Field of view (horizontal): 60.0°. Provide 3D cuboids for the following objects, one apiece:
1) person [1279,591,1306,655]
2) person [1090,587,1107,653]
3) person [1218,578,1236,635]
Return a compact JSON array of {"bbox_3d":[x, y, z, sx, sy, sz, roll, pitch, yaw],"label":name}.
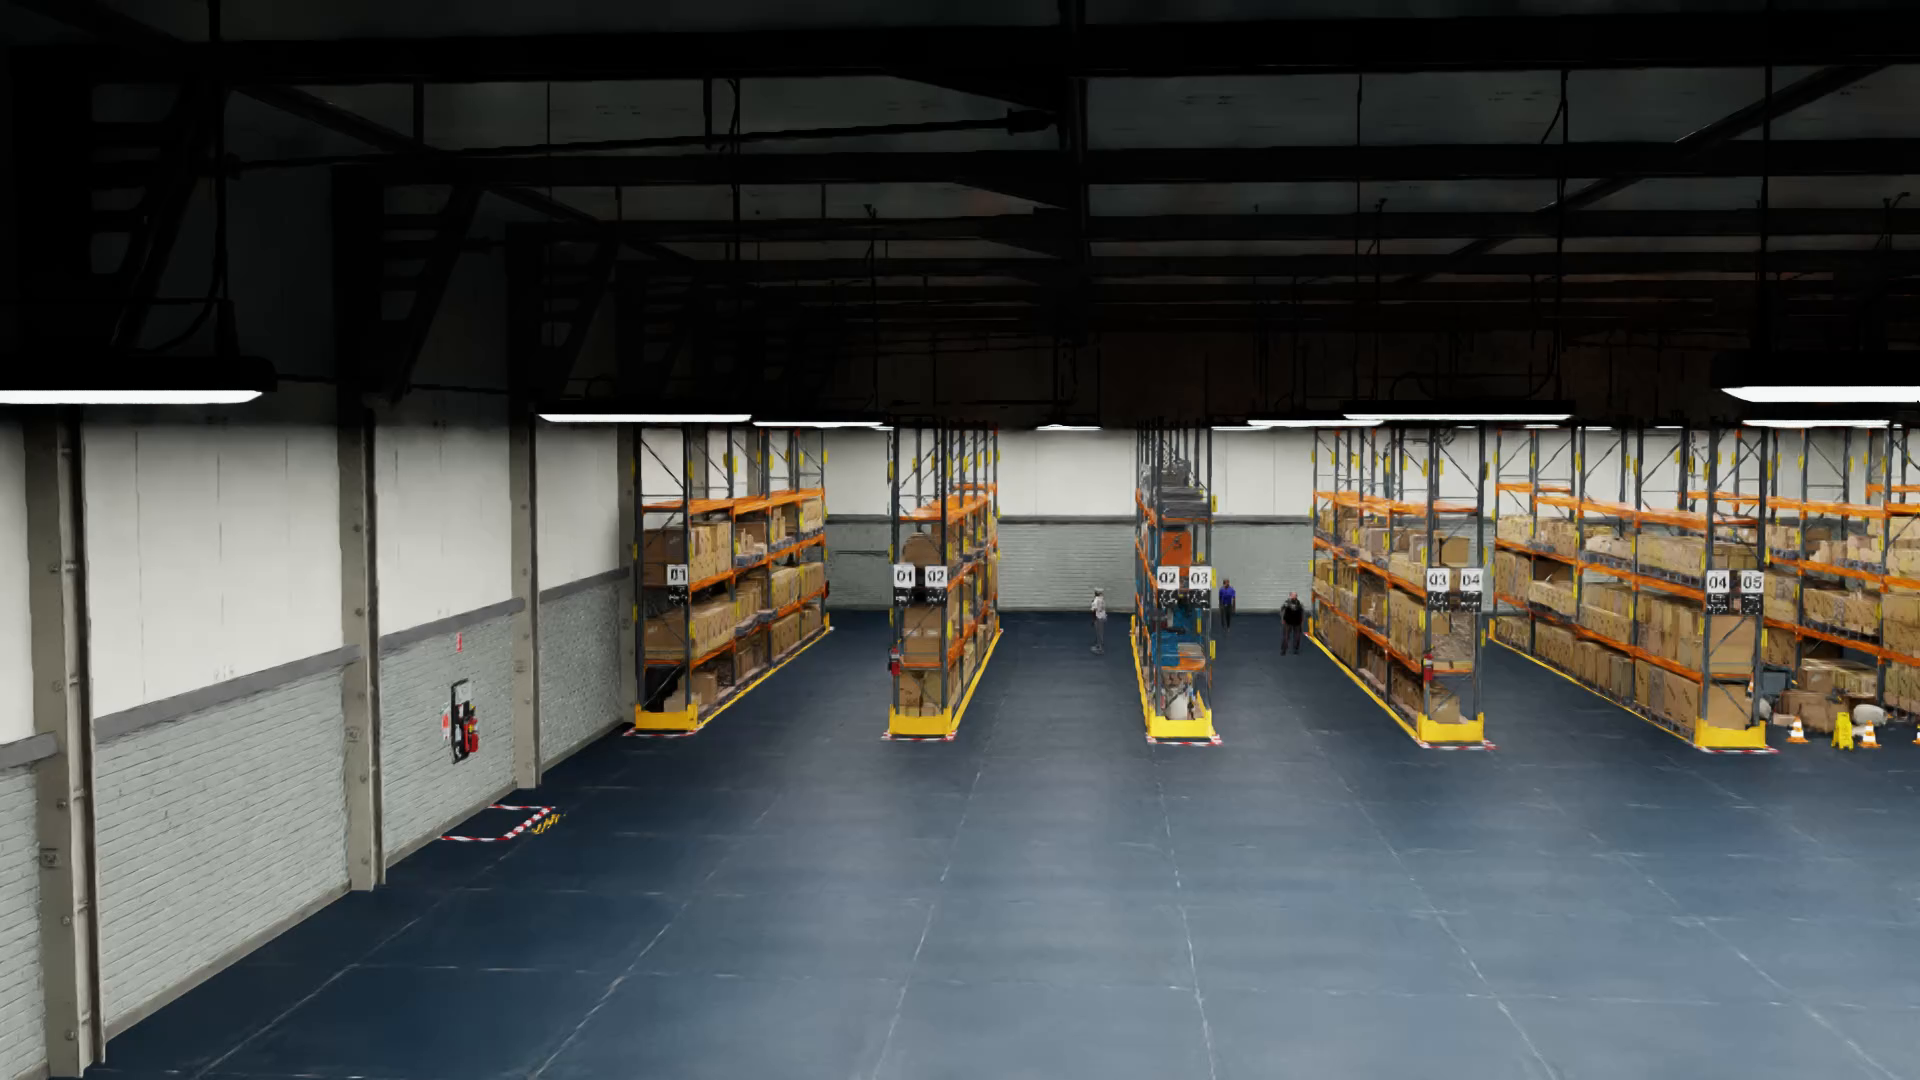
[{"bbox_3d":[8.489,2.120,42.496,0.677,1.674,0.534,0,4,3],"label":"person"},{"bbox_3d":[3.581,2.061,43.137,0.549,1.665,0.573,2,4,31],"label":"person"},{"bbox_3d":[7.534,1.861,46.843,0.463,1.596,0.985,0,4,4],"label":"person"}]
